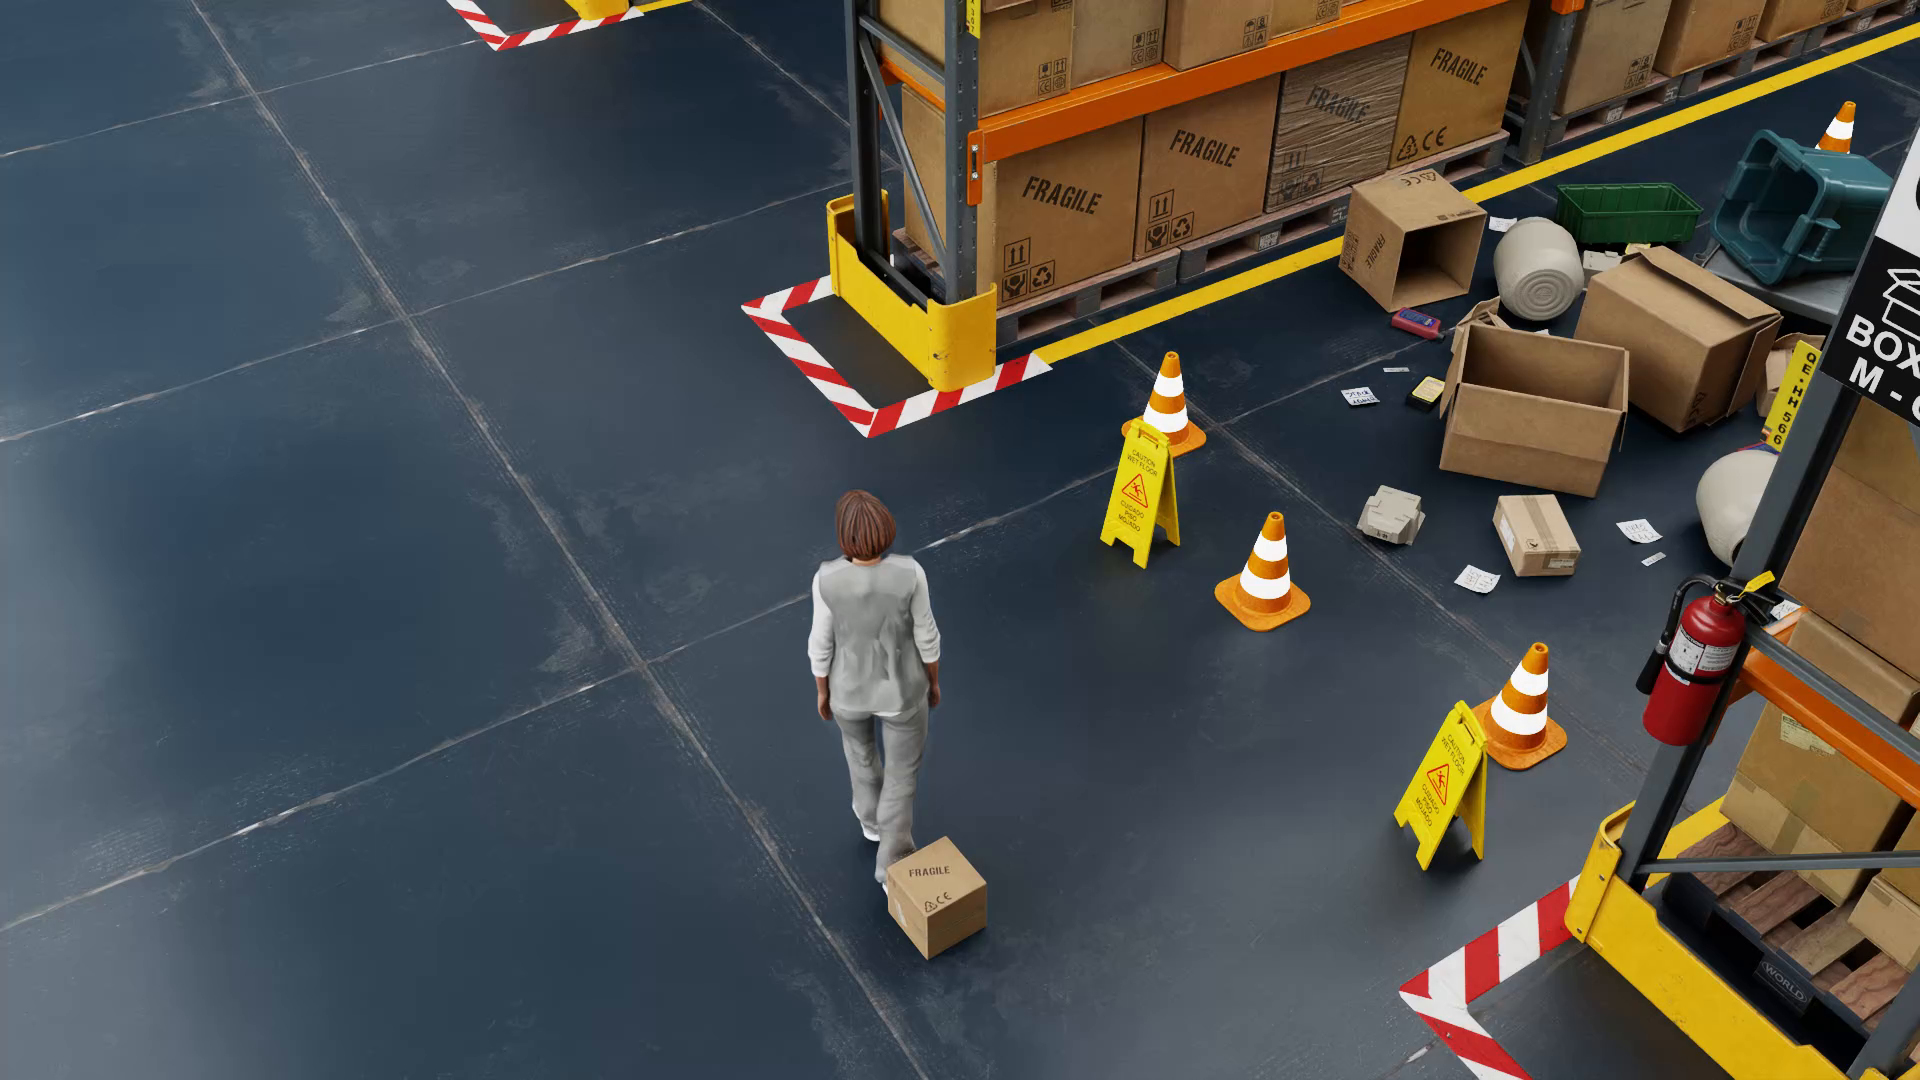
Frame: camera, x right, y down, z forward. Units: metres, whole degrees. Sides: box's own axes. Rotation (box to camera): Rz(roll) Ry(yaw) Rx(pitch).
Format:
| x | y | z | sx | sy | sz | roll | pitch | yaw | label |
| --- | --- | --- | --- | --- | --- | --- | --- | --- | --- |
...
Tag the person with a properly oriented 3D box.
| x | y | z | sx | sy | sz | roll | pitch | yaw | label |
| --- | --- | --- | --- | --- | --- | --- | --- | --- | --- |
| -0.274 | 0.523 | 5.574 | 0.452 | 1.590 | 0.513 | 3 | 41 | 3 | person |
